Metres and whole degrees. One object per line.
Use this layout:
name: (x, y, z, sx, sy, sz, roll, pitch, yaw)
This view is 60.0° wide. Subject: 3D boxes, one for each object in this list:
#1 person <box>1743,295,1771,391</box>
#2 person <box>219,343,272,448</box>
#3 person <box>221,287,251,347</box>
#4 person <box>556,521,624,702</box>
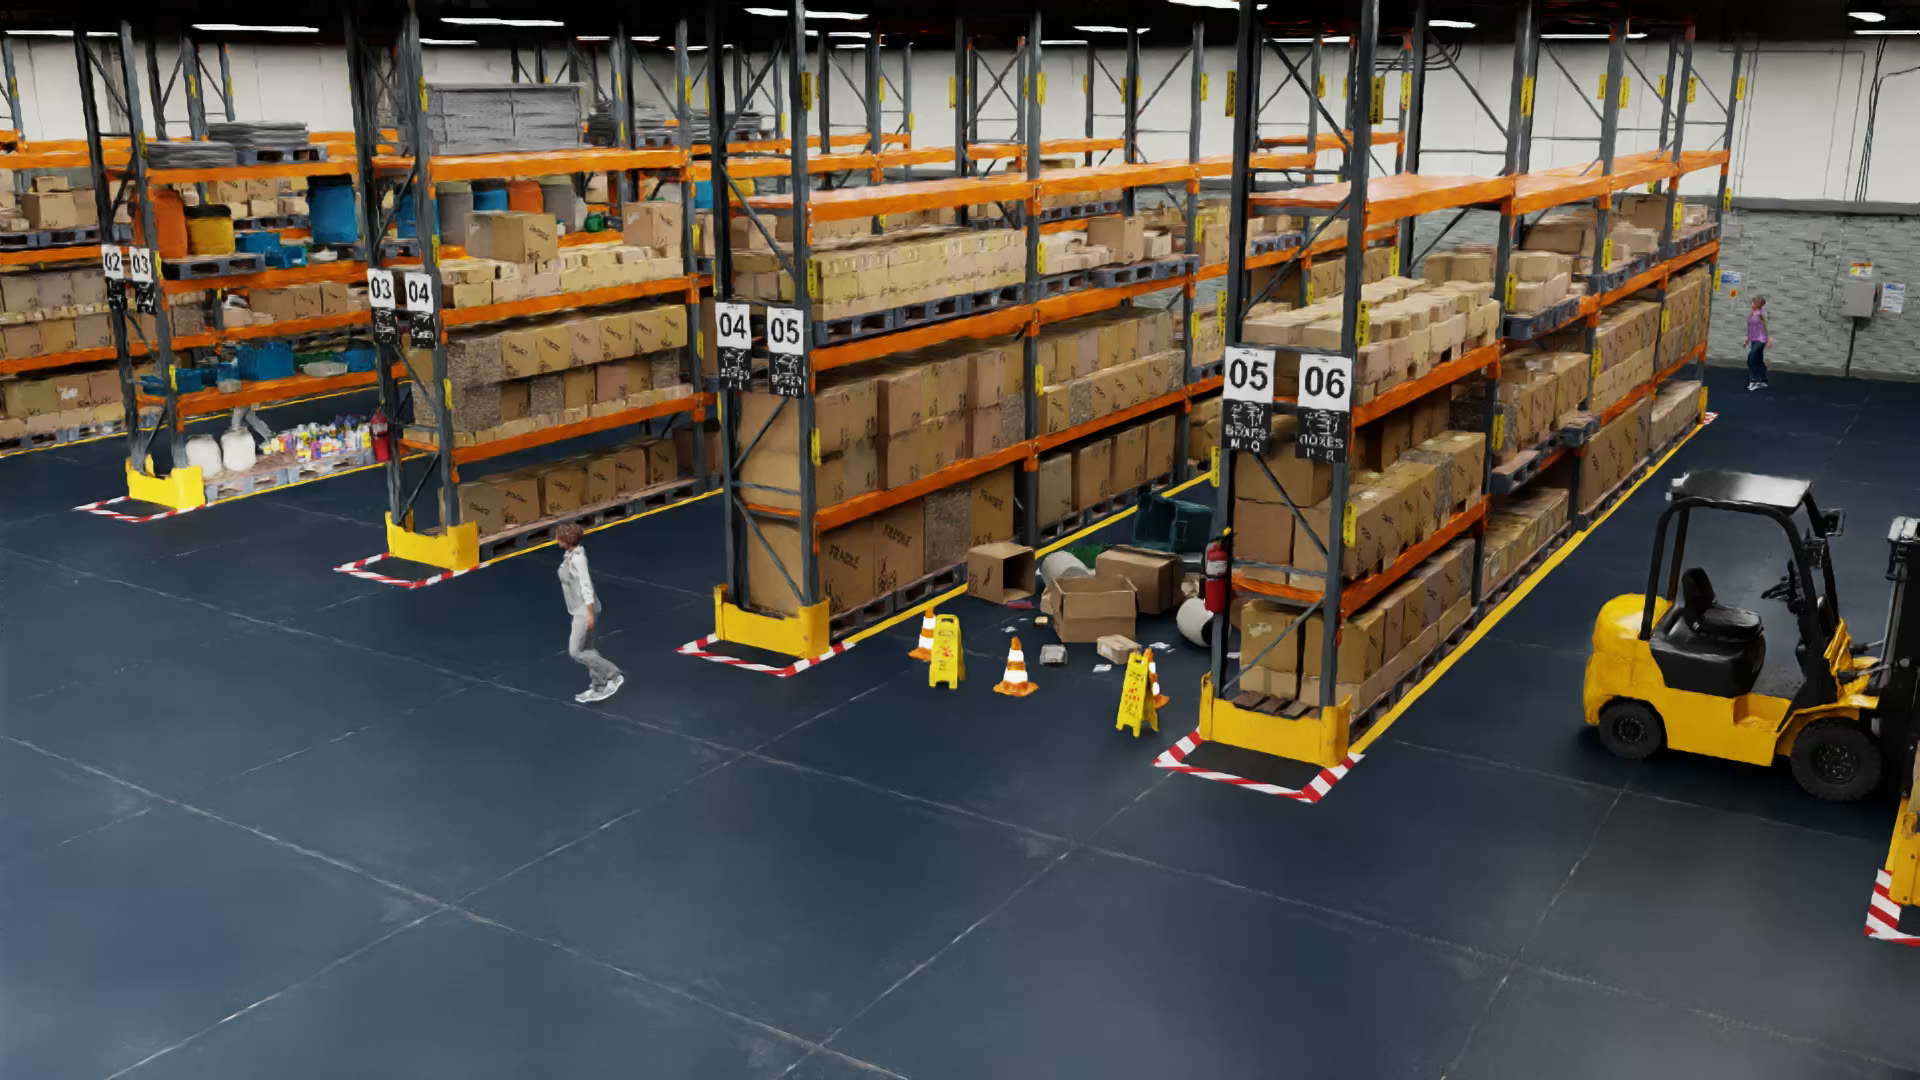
person: (13.664, -3.377, 28.399, 0.463, 1.600, 0.509, 0, 16, 1)
person: (-10.148, -1.993, 23.357, 0.495, 1.585, 1.086, 11, 19, 34)
person: (-12.910, -3.744, 29.530, 0.704, 1.707, 0.791, 12, 19, 36)
person: (-3.129, 0.610, 14.069, 0.476, 1.589, 0.471, -5, 16, -17)
